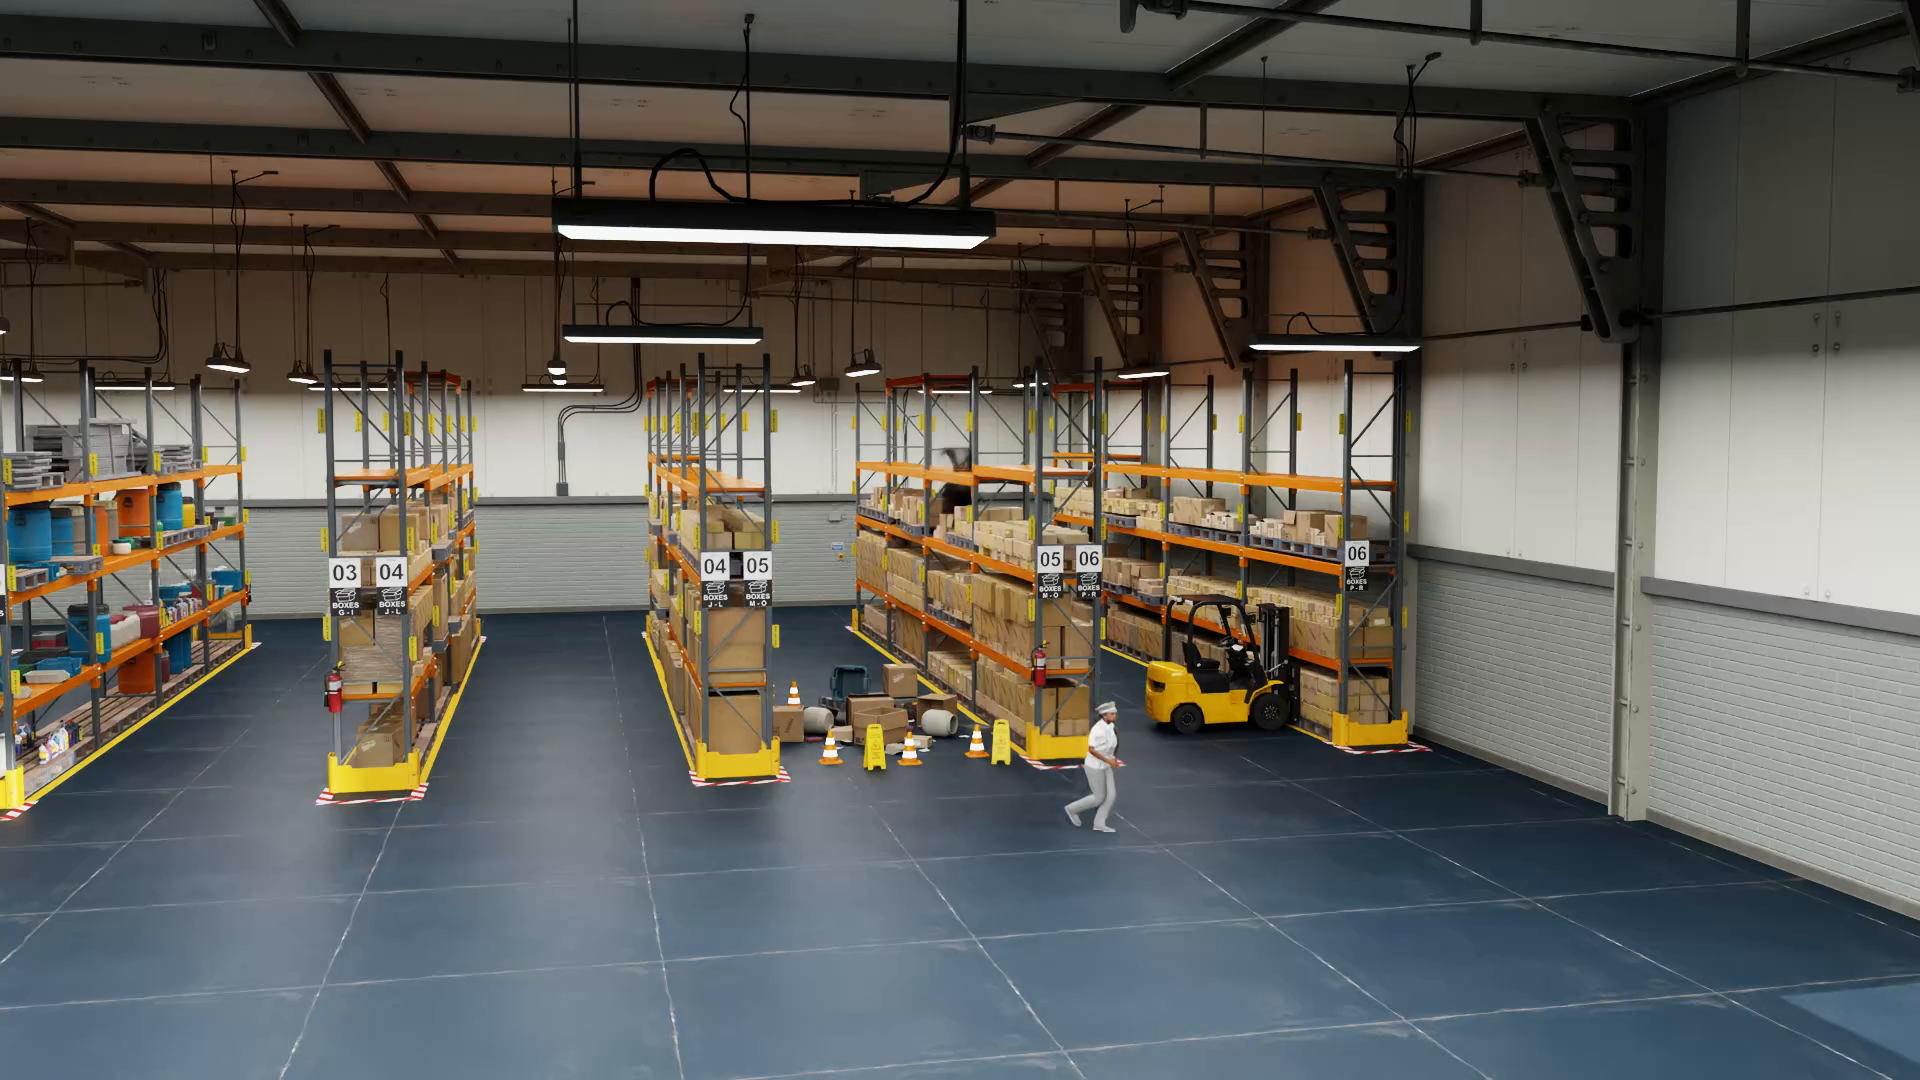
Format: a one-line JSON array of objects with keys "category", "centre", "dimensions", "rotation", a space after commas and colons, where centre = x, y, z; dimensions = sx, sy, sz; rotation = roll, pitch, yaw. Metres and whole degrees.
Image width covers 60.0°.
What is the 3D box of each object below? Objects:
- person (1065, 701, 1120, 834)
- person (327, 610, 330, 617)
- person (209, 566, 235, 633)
[{"category": "person", "centre": [1.661, 2.779, 20.430], "dimensions": [0.721, 1.638, 0.574], "rotation": [2, 5, 29]}, {"category": "person", "centre": [-12.642, 1.882, 33.977], "dimensions": [0.624, 1.518, 0.817], "rotation": [-3, 5, -39]}, {"category": "person", "centre": [-16.937, 1.469, 38.109], "dimensions": [0.981, 1.760, 0.713], "rotation": [-1, 4, -15]}]
